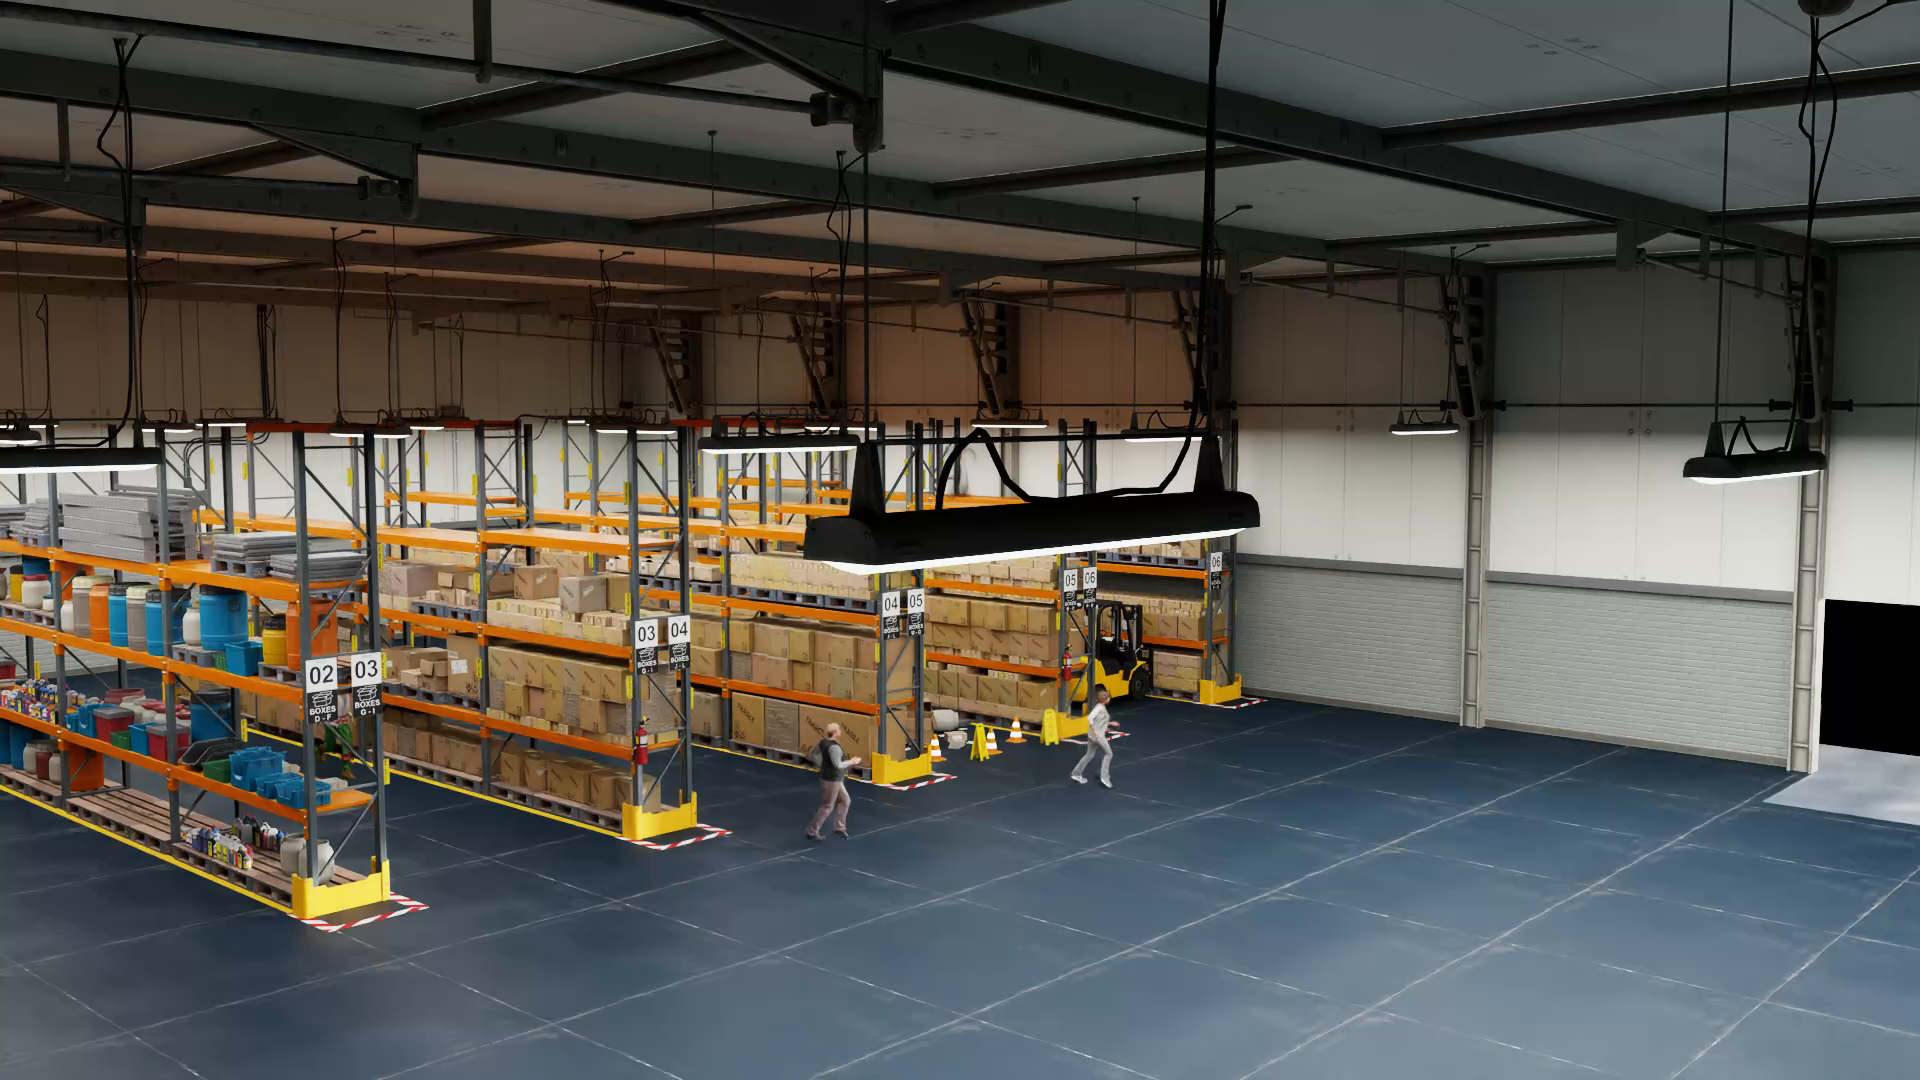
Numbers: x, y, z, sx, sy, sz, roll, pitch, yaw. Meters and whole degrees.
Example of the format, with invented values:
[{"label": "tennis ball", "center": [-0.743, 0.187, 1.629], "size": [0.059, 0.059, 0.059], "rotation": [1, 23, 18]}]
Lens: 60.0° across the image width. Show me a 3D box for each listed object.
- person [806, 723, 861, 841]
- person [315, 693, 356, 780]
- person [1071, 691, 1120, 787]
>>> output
[{"label": "person", "center": [-1.838, 3.517, 24.000], "size": [0.817, 1.771, 0.605], "rotation": [-1, 5, -14]}, {"label": "person", "center": [-10.639, 3.153, 28.326], "size": [1.071, 1.772, 0.658], "rotation": [3, 6, 36]}, {"label": "person", "center": [2.260, 3.302, 27.536], "size": [0.815, 1.637, 0.471], "rotation": [-1, 5, -7]}]
